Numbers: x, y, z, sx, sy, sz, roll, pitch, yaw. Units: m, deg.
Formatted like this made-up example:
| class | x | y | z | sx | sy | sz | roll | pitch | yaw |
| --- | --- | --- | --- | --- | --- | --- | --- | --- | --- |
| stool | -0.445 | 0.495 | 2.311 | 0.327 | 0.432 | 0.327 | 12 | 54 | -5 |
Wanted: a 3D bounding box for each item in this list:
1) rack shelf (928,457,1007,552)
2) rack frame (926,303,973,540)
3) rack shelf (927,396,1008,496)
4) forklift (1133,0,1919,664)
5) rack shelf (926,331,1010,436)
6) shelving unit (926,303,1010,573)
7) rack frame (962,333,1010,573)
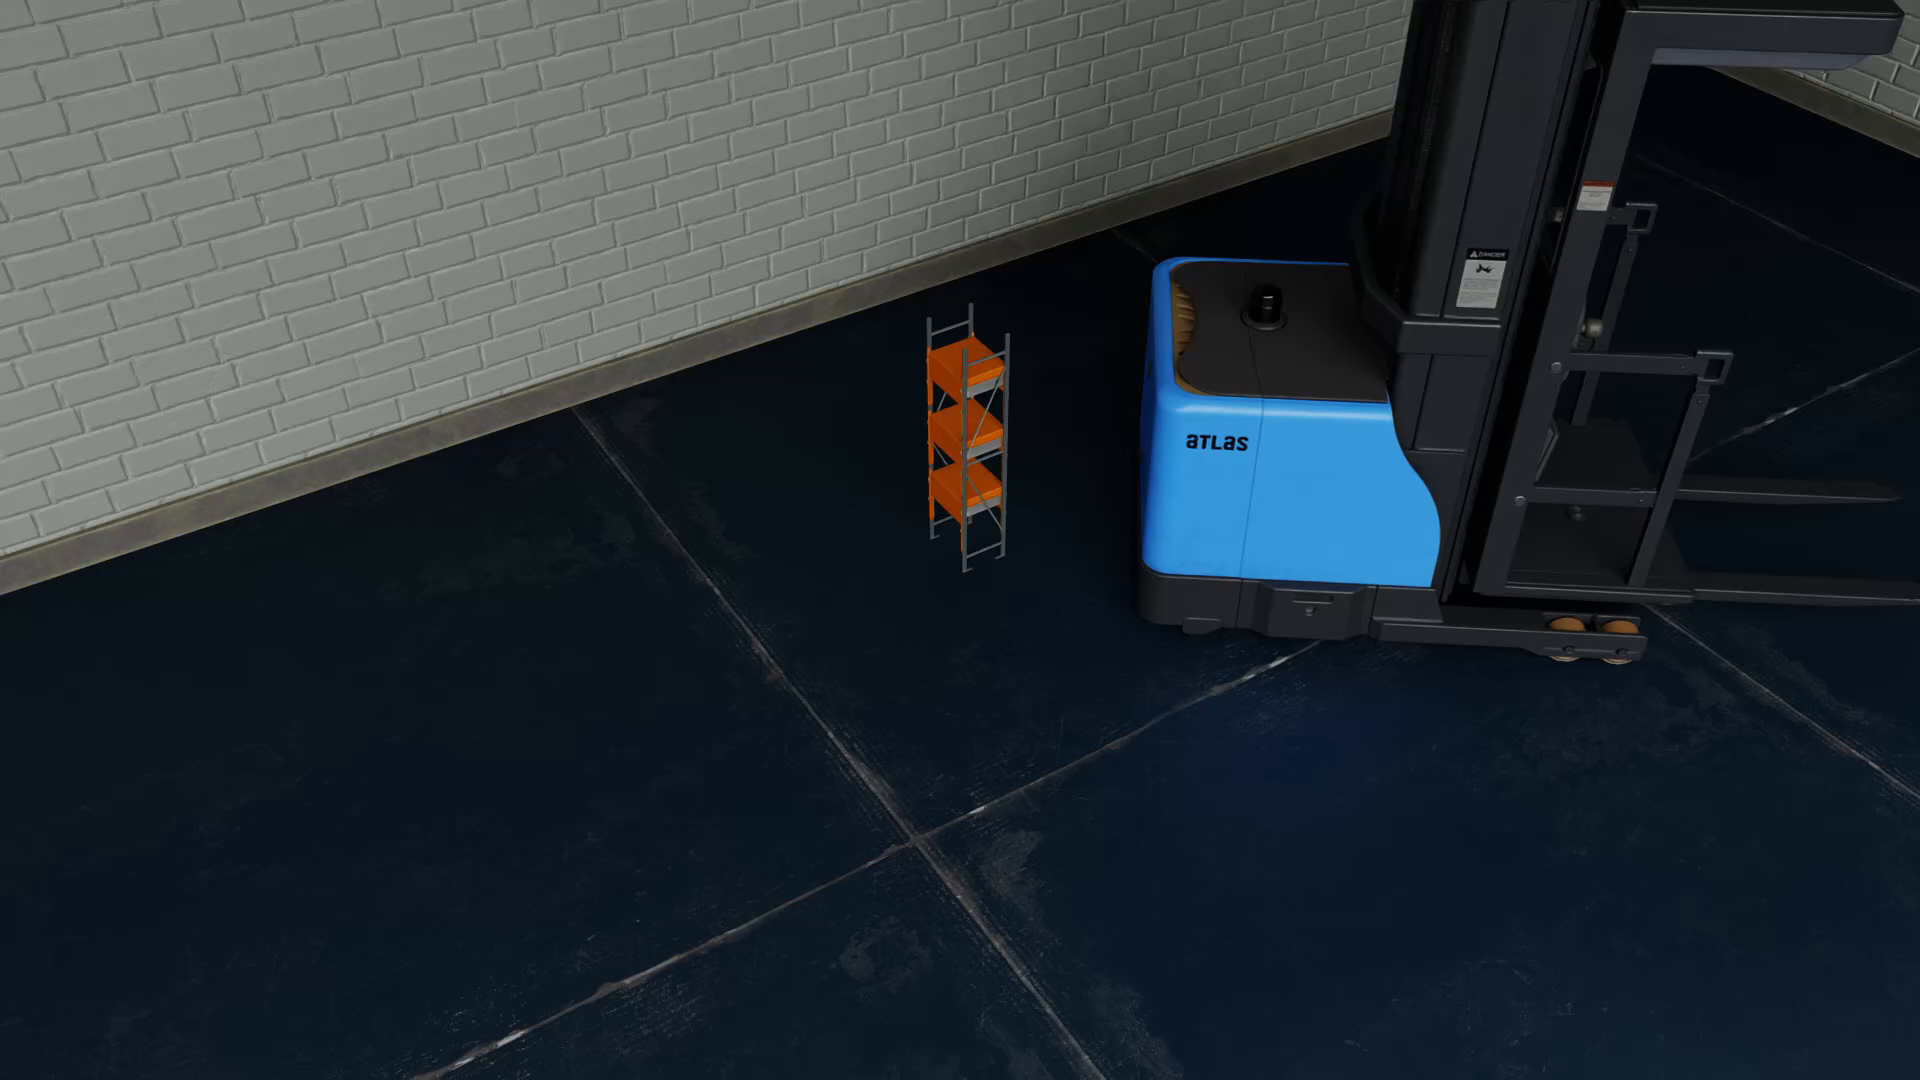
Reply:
| class | x | y | z | sx | sy | sz | roll | pitch | yaw |
| --- | --- | --- | --- | --- | --- | --- | --- | --- | --- |
| rack shelf | 0.029 | -0.153 | 6.564 | 0.215 | 0.259 | 0.240 | -22 | 45 | -24 |
| rack frame | -0.037 | -0.440 | 6.458 | 0.200 | 1.050 | 0.008 | -22 | 45 | -24 |
| rack shelf | 0.029 | -0.366 | 6.386 | 0.215 | 0.259 | 0.240 | -22 | 45 | -24 |
| forklift | 2.204 | -1.019 | 5.684 | 3.031 | 2.935 | 1.130 | 3 | 40 | 3 |
| rack shelf | 0.029 | -0.584 | 6.204 | 0.215 | 0.259 | 0.240 | -22 | 45 | -24 |
| shelving unit | 0.029 | -0.374 | 6.379 | 0.215 | 1.050 | 0.252 | -22 | 45 | -24 |
| rack frame | 0.094 | -0.309 | 6.300 | 0.200 | 1.050 | 0.008 | -22 | 45 | -24 |
